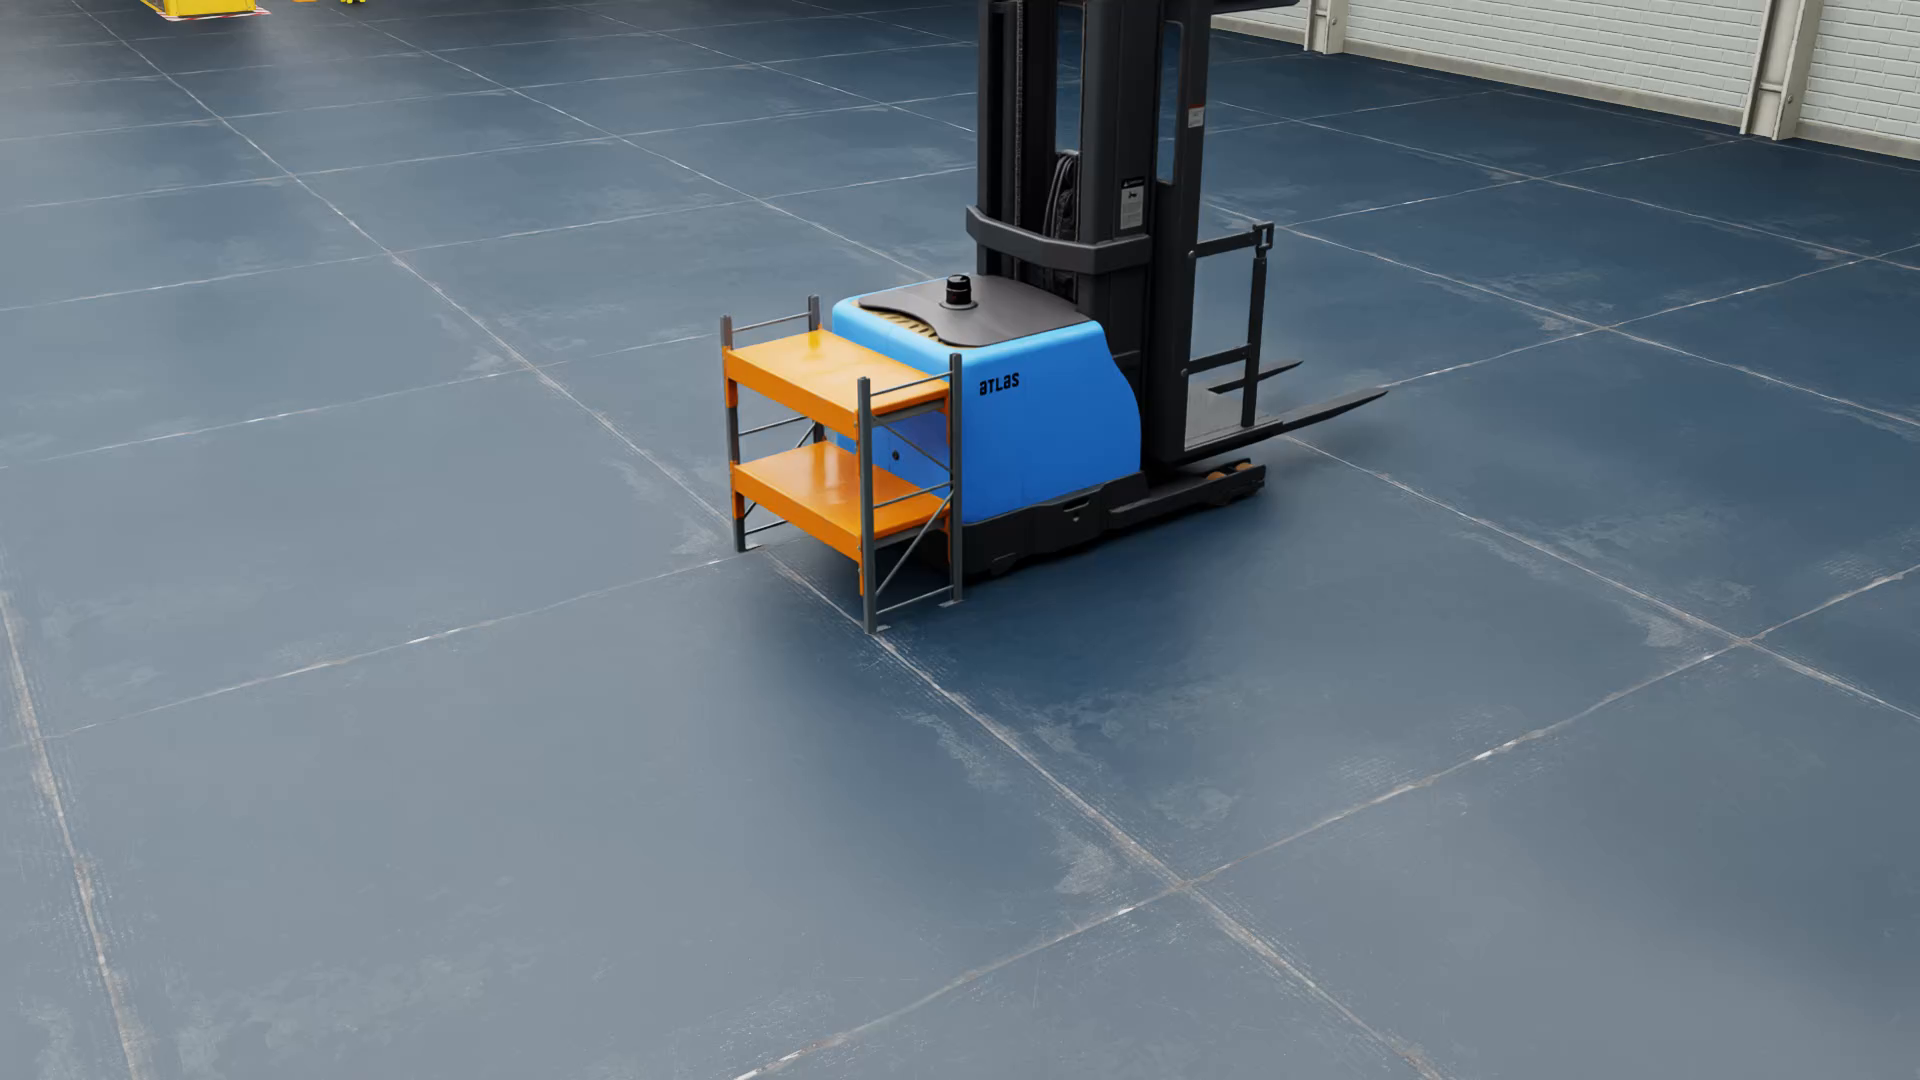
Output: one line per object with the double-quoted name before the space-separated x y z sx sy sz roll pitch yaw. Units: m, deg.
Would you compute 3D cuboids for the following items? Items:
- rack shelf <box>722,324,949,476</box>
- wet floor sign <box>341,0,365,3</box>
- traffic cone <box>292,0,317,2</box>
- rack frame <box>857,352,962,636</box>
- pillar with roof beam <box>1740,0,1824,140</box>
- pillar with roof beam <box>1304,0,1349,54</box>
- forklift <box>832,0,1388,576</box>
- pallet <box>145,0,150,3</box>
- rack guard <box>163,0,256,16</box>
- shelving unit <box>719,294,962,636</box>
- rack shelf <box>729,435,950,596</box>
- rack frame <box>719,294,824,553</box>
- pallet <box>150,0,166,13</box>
"rack shelf" -0.514 -0.615 7.049 0.538 0.278 1.000 -19 31 -35
"wet floor sign" -9.001 -8.275 24.522 0.267 0.644 0.232 -22 33 -38
"traffic cone" -9.776 -8.262 24.709 0.336 0.463 0.334 -16 29 -30
"rack frame" -0.195 -0.181 6.815 0.500 1.125 0.032 -19 31 -35
"pillar with roof beam" 4.167 -6.967 11.966 9.100 9.000 0.400 -16 29 -30
"pillar with roof beam" 0.892 -9.113 16.512 9.100 9.000 0.400 -16 29 -30
"forklift" 0.888 -1.653 7.818 3.031 2.935 1.130 -18 31 -33
"pallet" -11.840 -8.331 25.150 1.003 0.211 1.213 -16 29 -30
"rack guard" -10.663 -7.749 23.580 1.175 0.500 0.348 -16 29 -30
"shelving unit" -0.514 -0.350 7.174 0.538 1.125 1.048 -19 31 -35
"rack shelf" -0.514 -0.129 7.278 0.538 0.278 1.000 -19 31 -35
"rack frame" -0.833 -0.519 7.532 0.500 1.125 0.032 -19 31 -35
"pallet" -11.178 -7.895 24.227 1.003 0.211 1.213 -16 29 -30
